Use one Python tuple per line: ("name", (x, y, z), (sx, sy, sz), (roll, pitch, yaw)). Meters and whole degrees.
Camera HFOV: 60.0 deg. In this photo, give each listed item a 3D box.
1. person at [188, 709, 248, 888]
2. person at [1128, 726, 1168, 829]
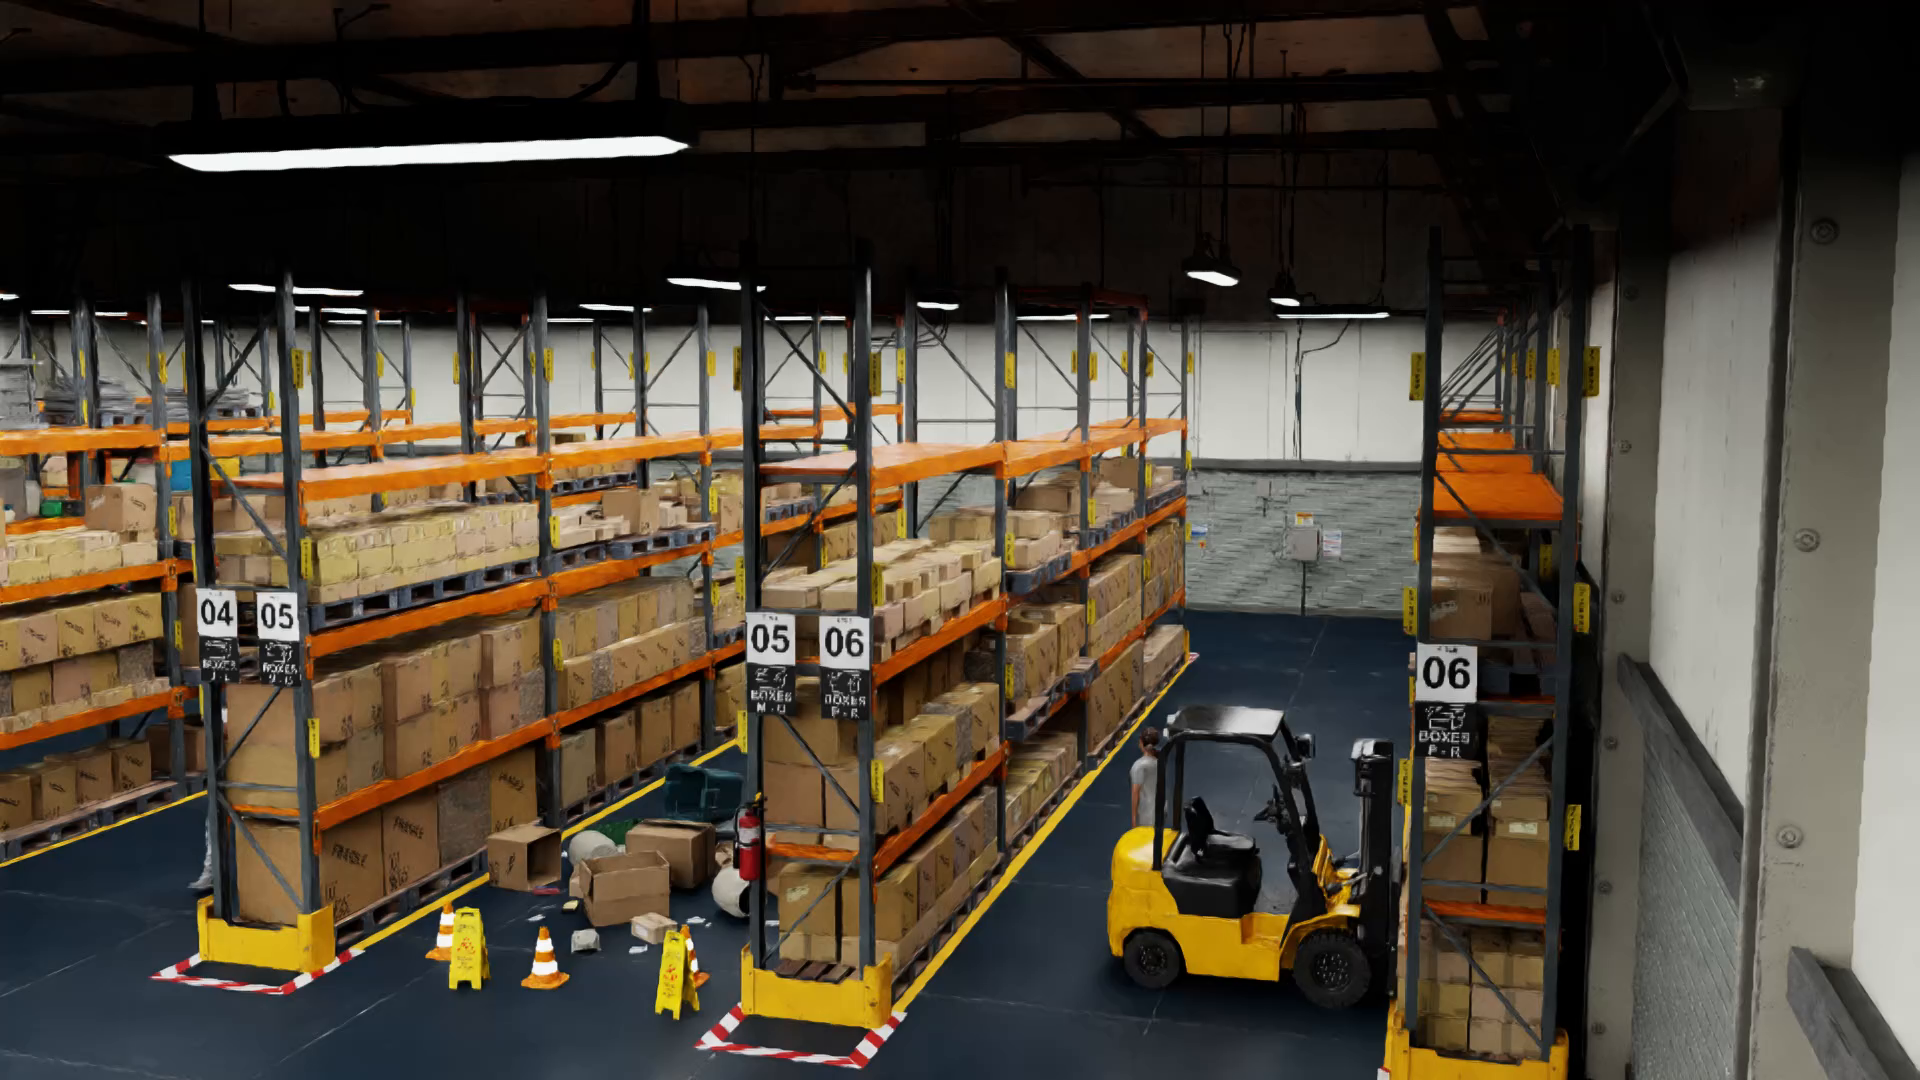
("person", (-7.110, 2.494, 16.238), (0.579, 1.732, 1.042), (2, 7, 15))
("person", (1.733, 2.571, 15.685), (0.486, 1.674, 0.481), (-6, 9, -44))
